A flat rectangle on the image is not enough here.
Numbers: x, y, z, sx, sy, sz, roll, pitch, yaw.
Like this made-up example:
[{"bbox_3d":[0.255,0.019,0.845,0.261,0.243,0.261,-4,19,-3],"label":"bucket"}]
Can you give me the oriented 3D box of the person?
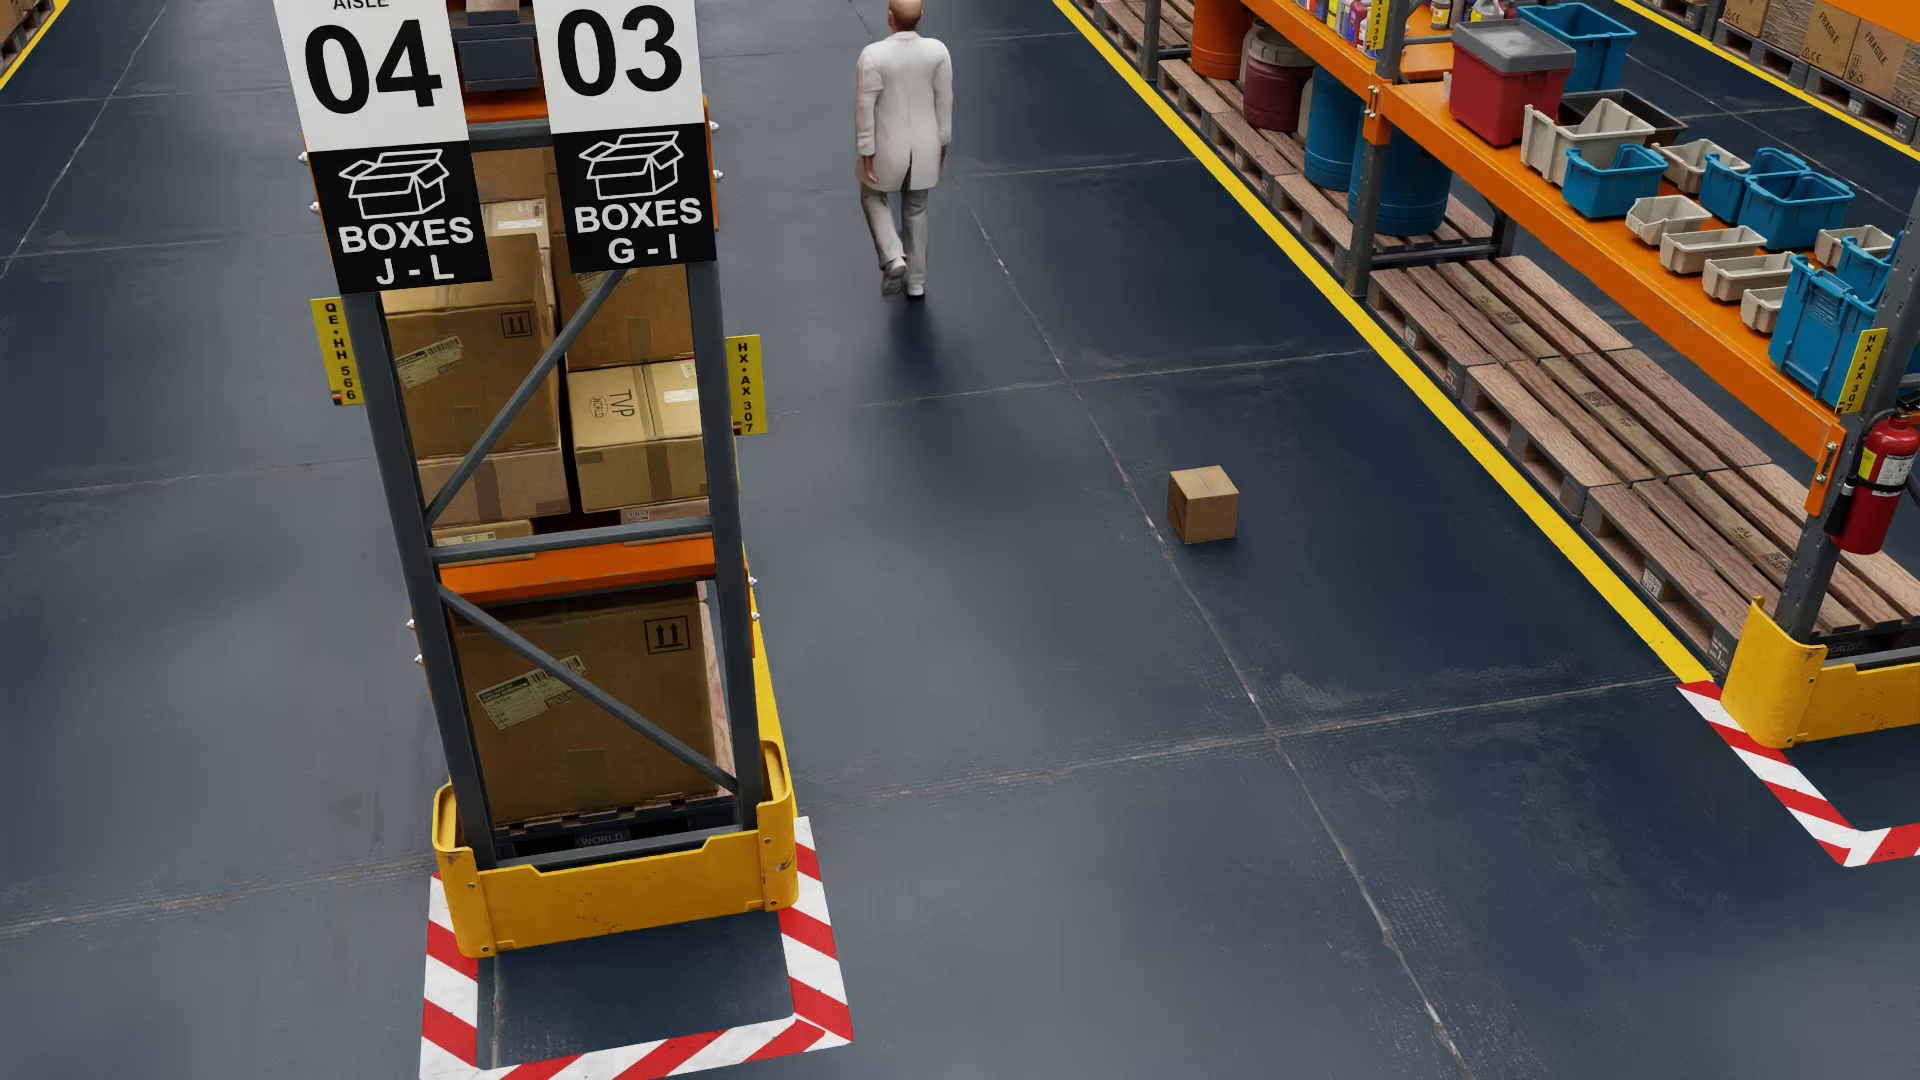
[{"bbox_3d":[-0.322,-2.229,9.438,0.577,1.786,0.526,-8,35,-12],"label":"person"}]
